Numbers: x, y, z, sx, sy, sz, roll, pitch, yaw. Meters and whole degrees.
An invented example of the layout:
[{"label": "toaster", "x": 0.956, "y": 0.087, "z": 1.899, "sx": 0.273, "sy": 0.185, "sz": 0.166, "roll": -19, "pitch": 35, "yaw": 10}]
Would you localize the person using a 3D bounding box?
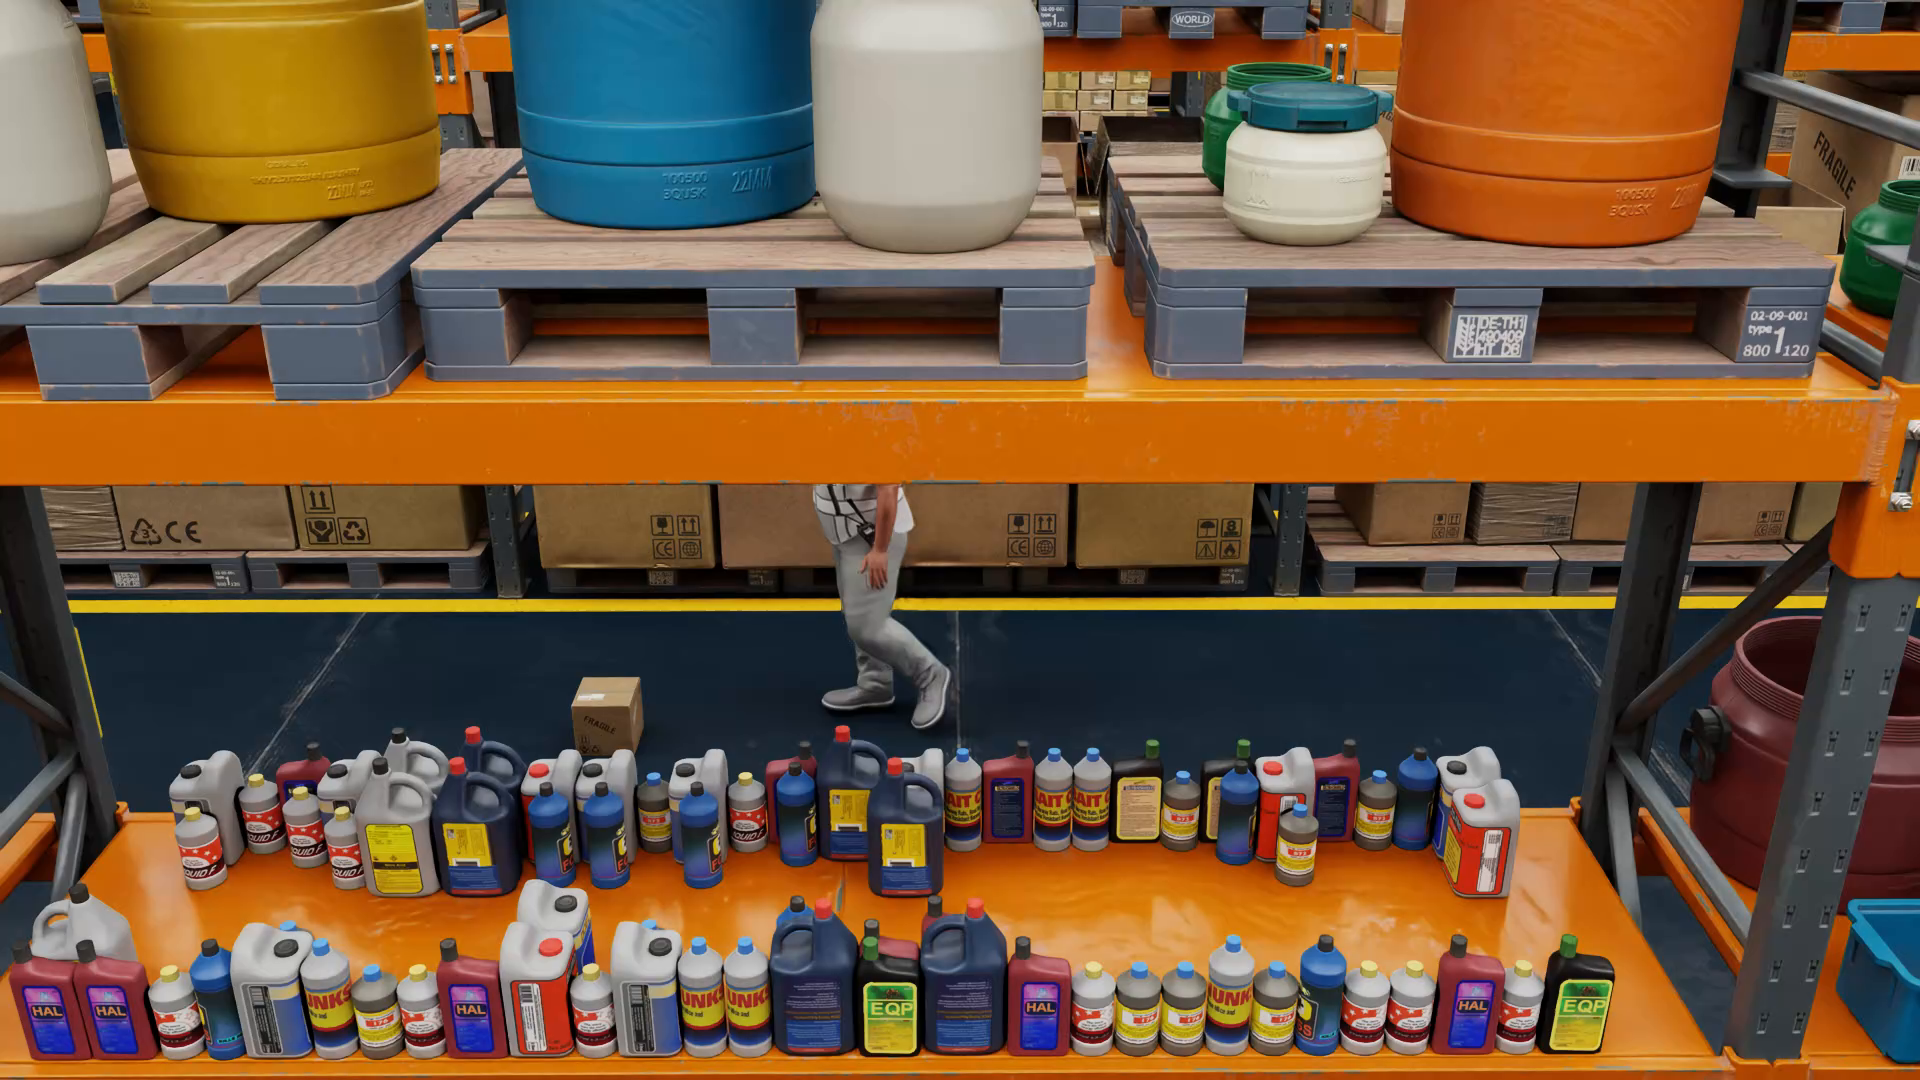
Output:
[{"label": "person", "x": -0.342, "y": -0.038, "z": 7.132, "sx": 0.546, "sy": 1.739, "sz": 0.594, "roll": -7, "pitch": 25, "yaw": -16}]
